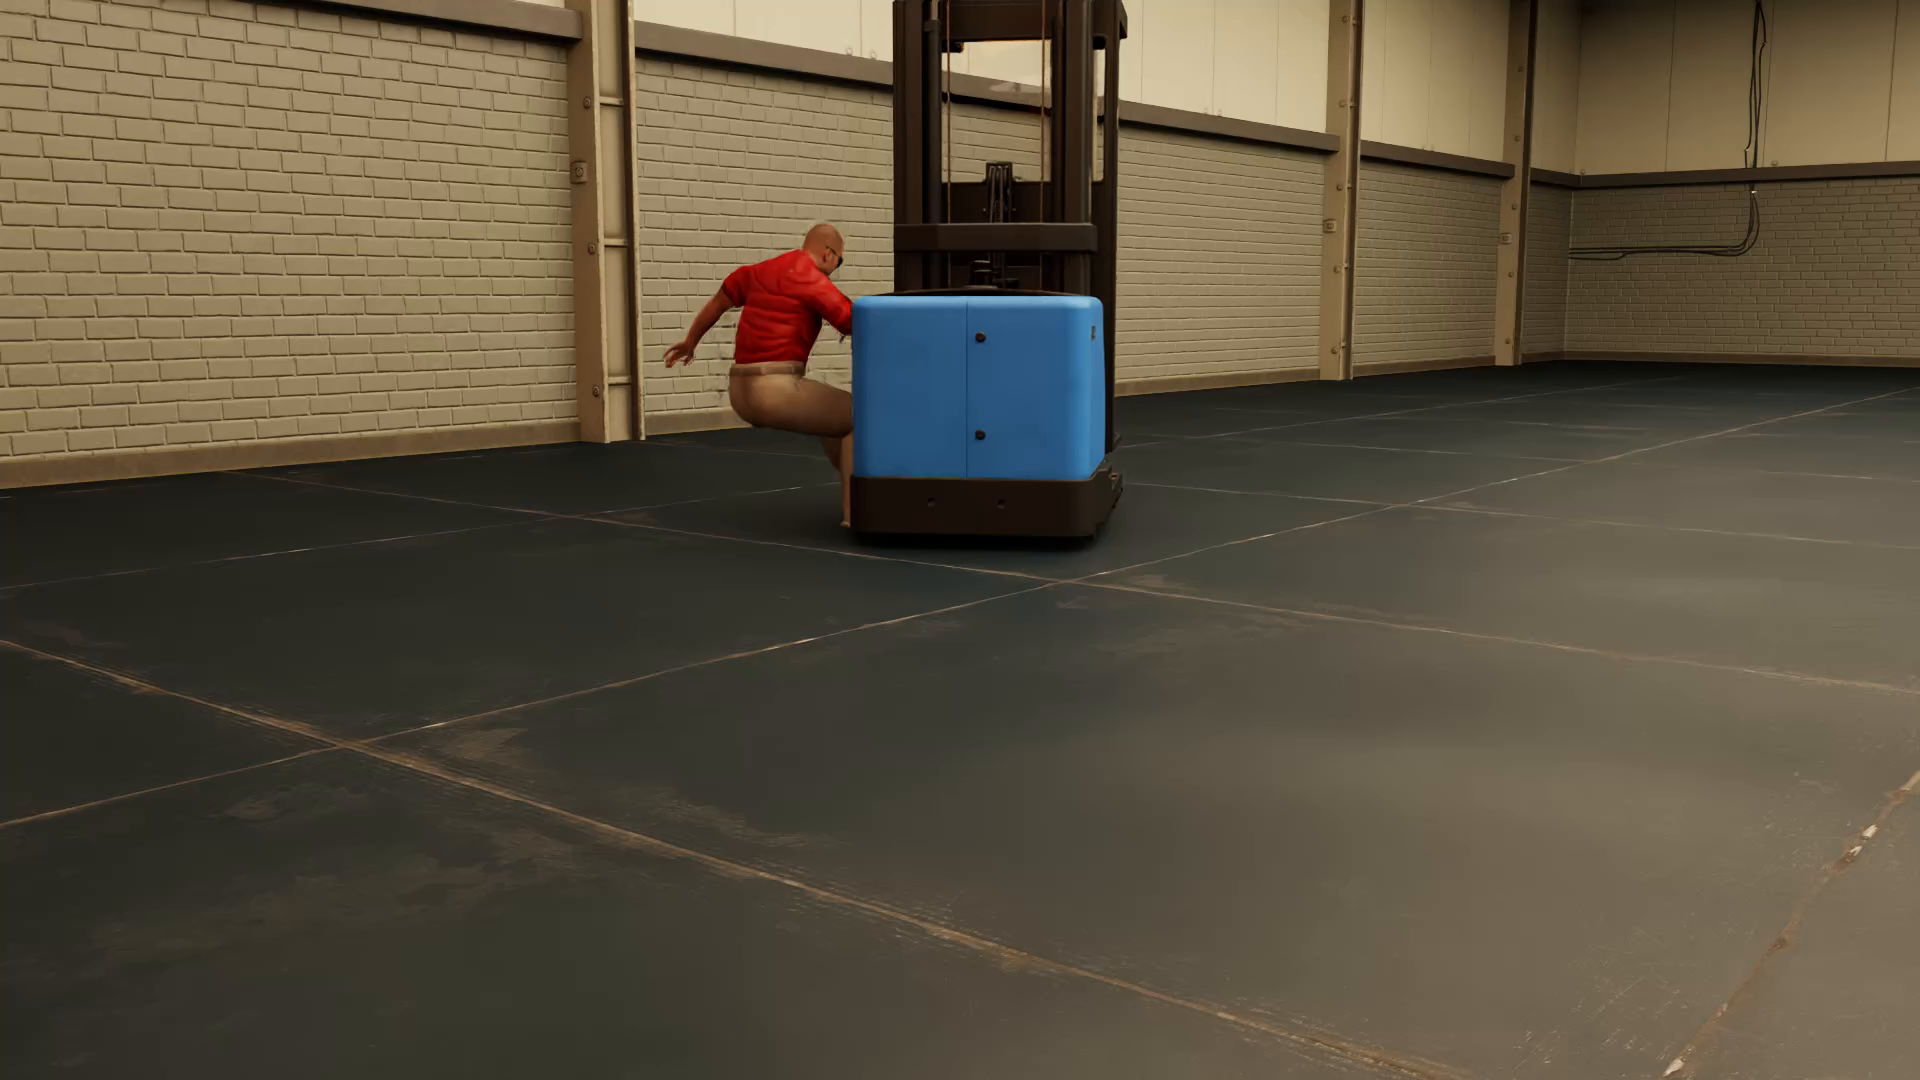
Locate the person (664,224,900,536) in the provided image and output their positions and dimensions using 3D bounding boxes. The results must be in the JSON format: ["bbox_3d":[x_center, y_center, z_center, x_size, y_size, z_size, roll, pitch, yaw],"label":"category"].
[{"bbox_3d":[-0.714,-0.735,7.810,0.945,1.463,1.082,-7,11,-39],"label":"person"}]

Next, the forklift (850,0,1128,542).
[{"bbox_3d":[0.257,-1.617,8.332,1.130,2.935,3.031,1,8,9],"label":"forklift"}]
